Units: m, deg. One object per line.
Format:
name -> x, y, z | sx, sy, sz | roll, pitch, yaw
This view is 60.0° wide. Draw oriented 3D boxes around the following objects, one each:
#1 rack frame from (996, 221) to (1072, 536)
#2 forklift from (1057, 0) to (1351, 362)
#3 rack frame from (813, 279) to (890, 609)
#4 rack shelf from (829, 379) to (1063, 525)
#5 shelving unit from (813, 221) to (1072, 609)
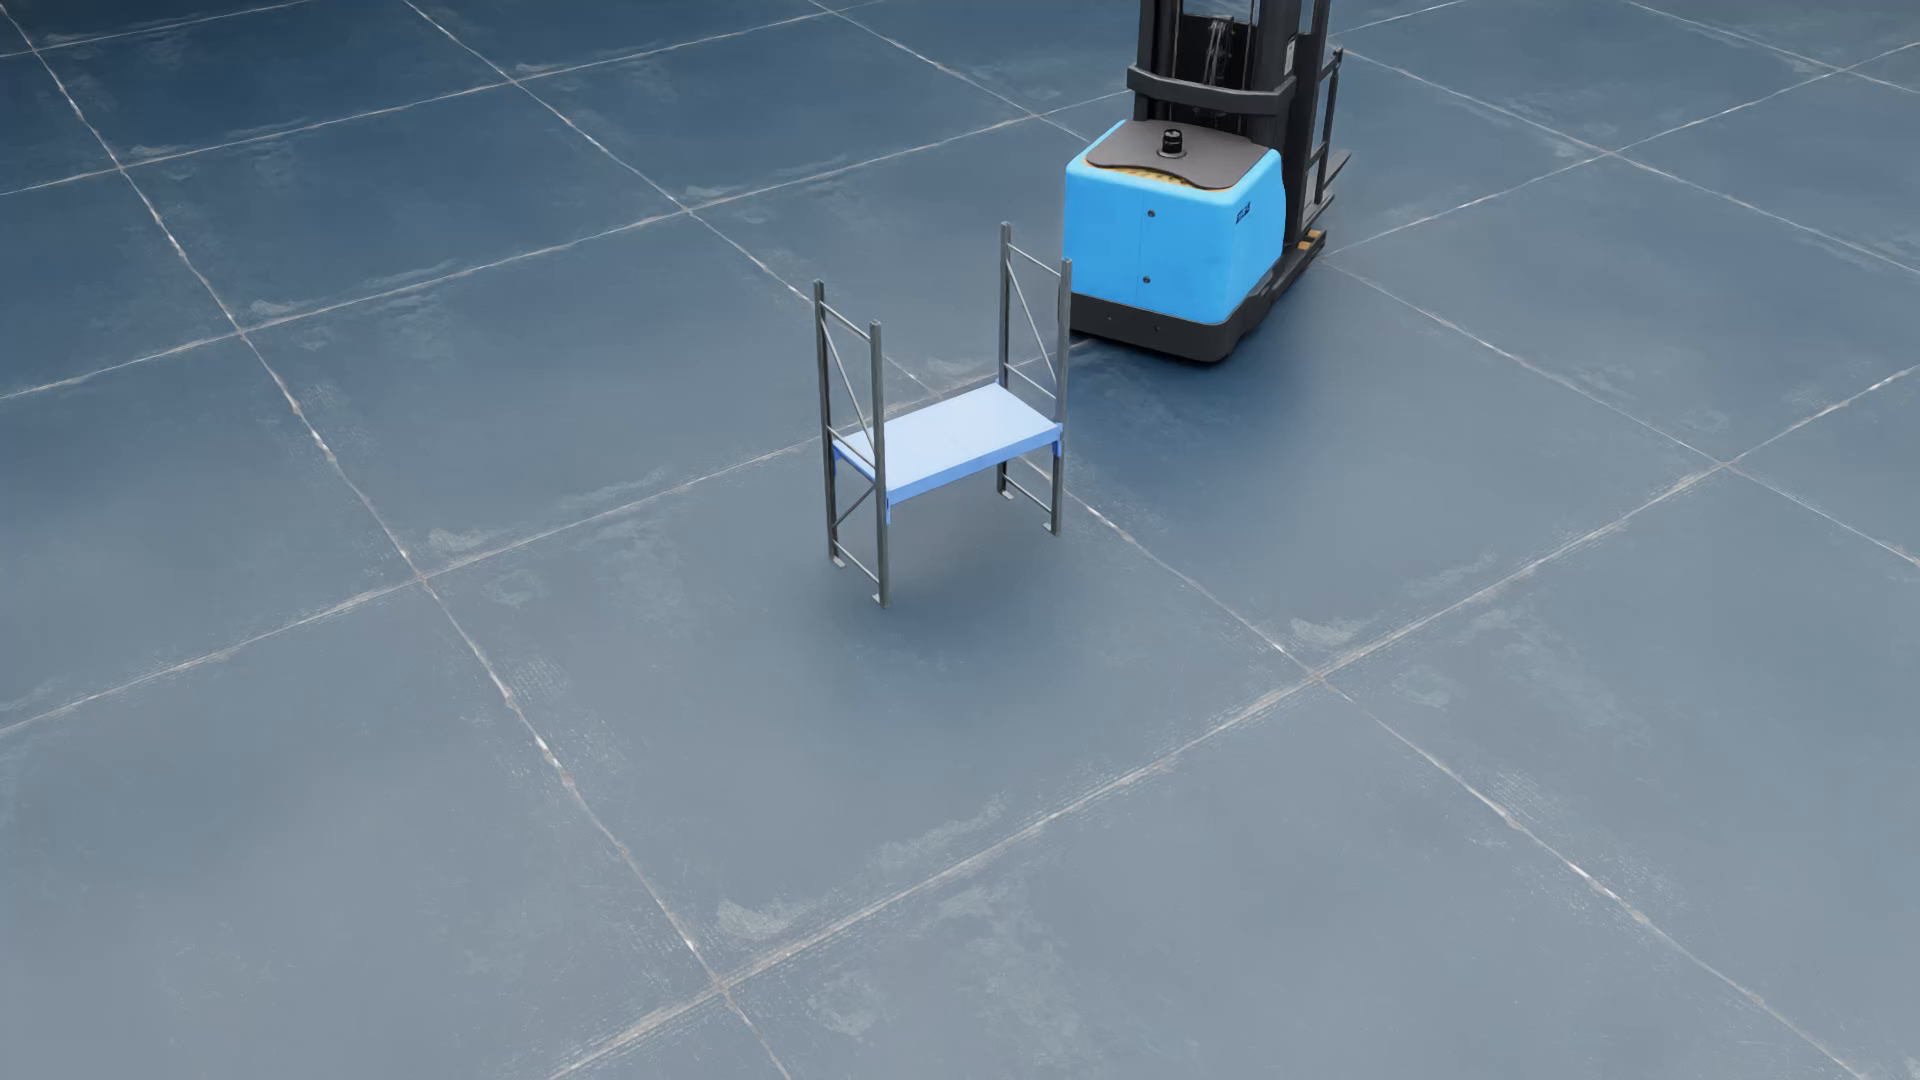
rack frame -> 0.346, -0.751, 8.010 | 0.032, 1.500, 0.500 | -22, 41, -28
forklift -> 1.727, -3.055, 9.987 | 1.130, 2.935, 3.031 | 18, 39, 23
rack frame -> -0.485, -0.409, 7.534 | 0.032, 1.500, 0.500 | -22, 41, -28
rack shelf -> -0.070, -0.434, 7.877 | 1.000, 0.185, 0.538 | -22, 41, -28
shelving unit -> -0.070, -0.580, 7.772 | 1.048, 1.500, 0.538 | -22, 41, -28
